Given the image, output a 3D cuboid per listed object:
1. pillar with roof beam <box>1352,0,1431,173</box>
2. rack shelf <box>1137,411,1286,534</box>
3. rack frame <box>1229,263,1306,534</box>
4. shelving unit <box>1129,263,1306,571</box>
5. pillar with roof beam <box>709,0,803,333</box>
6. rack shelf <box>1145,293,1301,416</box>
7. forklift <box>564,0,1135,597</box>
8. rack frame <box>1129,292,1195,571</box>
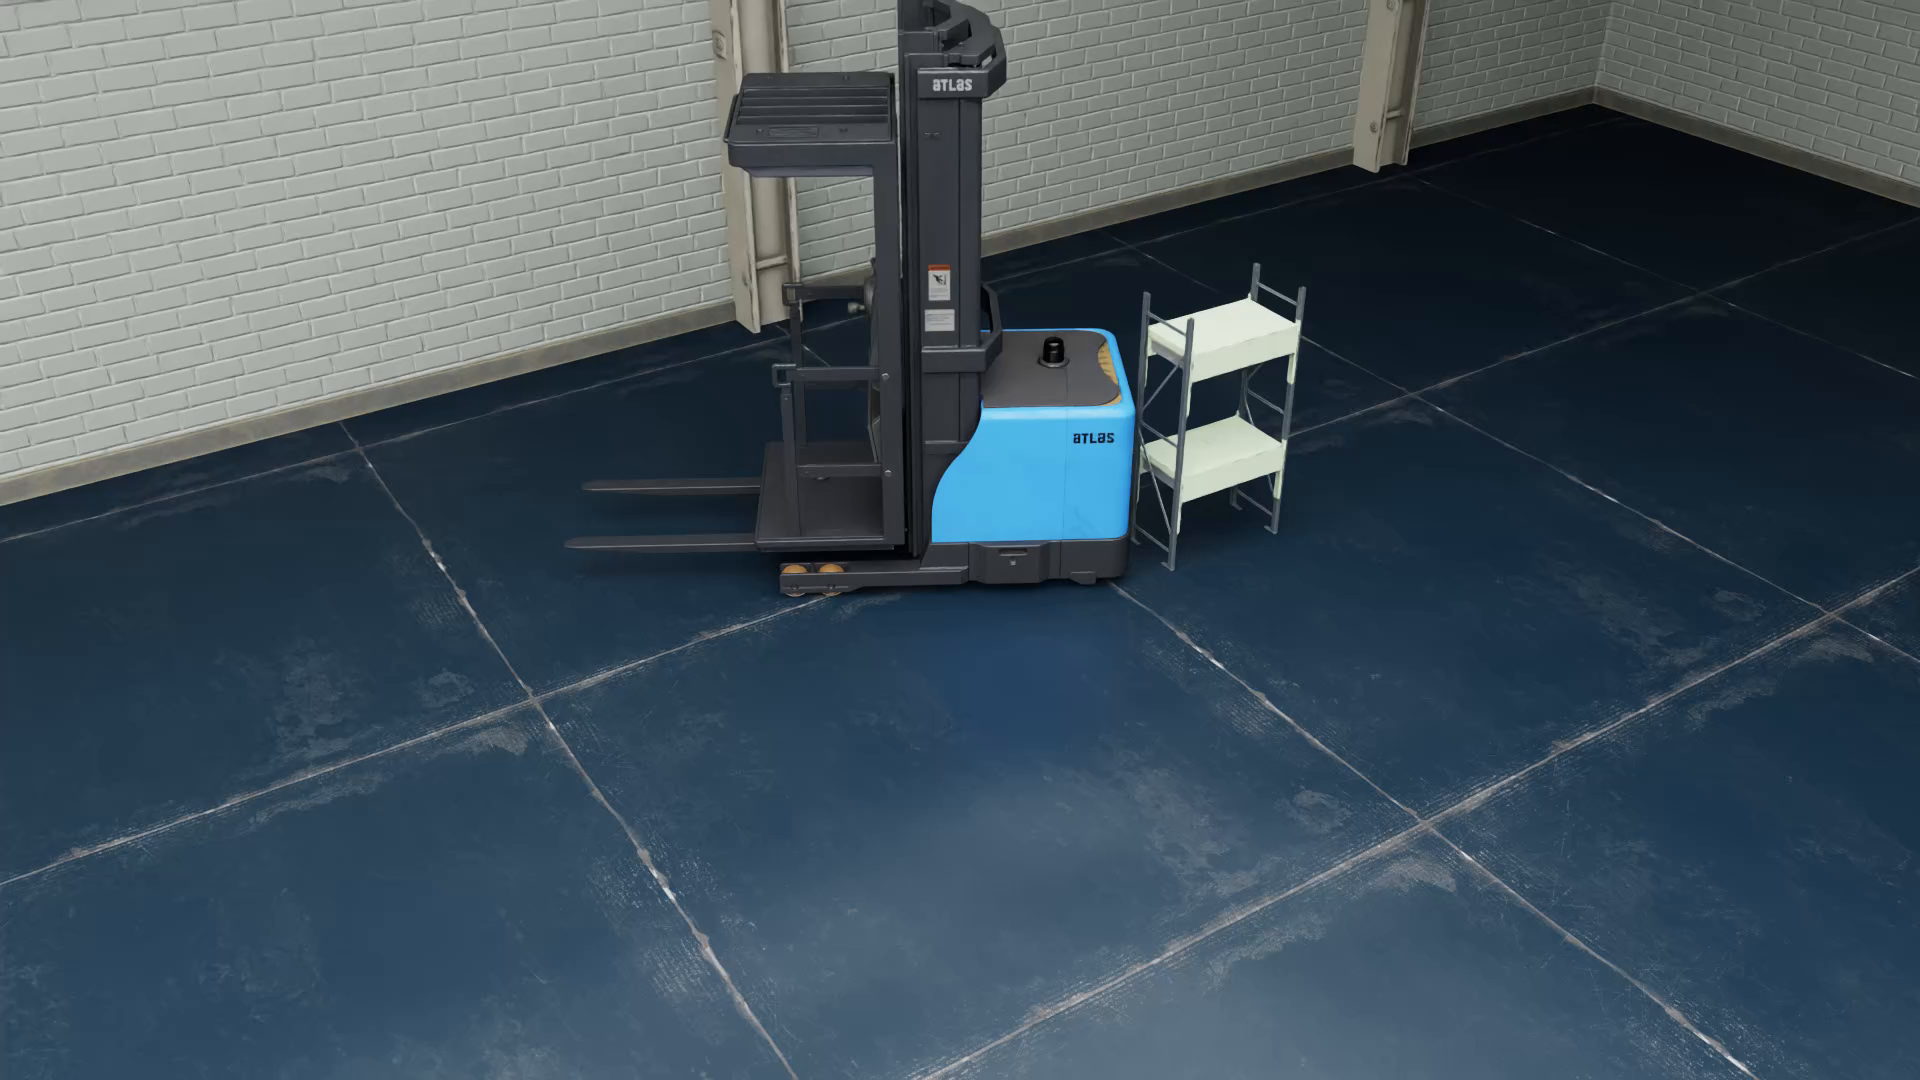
[{"bbox_3d":[6.011,-5.185,9.157,0.400,9.000,9.100,-19,37,-27],"label":"pillar with roof beam"},{"bbox_3d":[1.373,-0.382,9.183,0.720,0.370,0.431,-18,36,-26],"label":"rack shelf"},{"bbox_3d":[1.685,-0.760,9.170,0.023,1.500,0.400,-18,36,-26],"label":"rack frame"},{"bbox_3d":[1.373,-0.658,9.009,0.755,1.500,0.431,-18,36,-26],"label":"shelving unit"},{"bbox_3d":[0.968,-3.451,6.408,0.400,9.000,9.100,-19,37,-27],"label":"pillar with roof beam"},{"bbox_3d":[1.373,-0.988,8.801,0.720,0.370,0.431,-18,36,-26],"label":"rack shelf"},{"bbox_3d":[-0.622,-1.226,8.568,3.031,2.935,1.130,-1,32,-2],"label":"forklift"},{"bbox_3d":[1.060,-0.556,8.848,0.023,1.500,0.400,-18,36,-26],"label":"rack frame"}]
